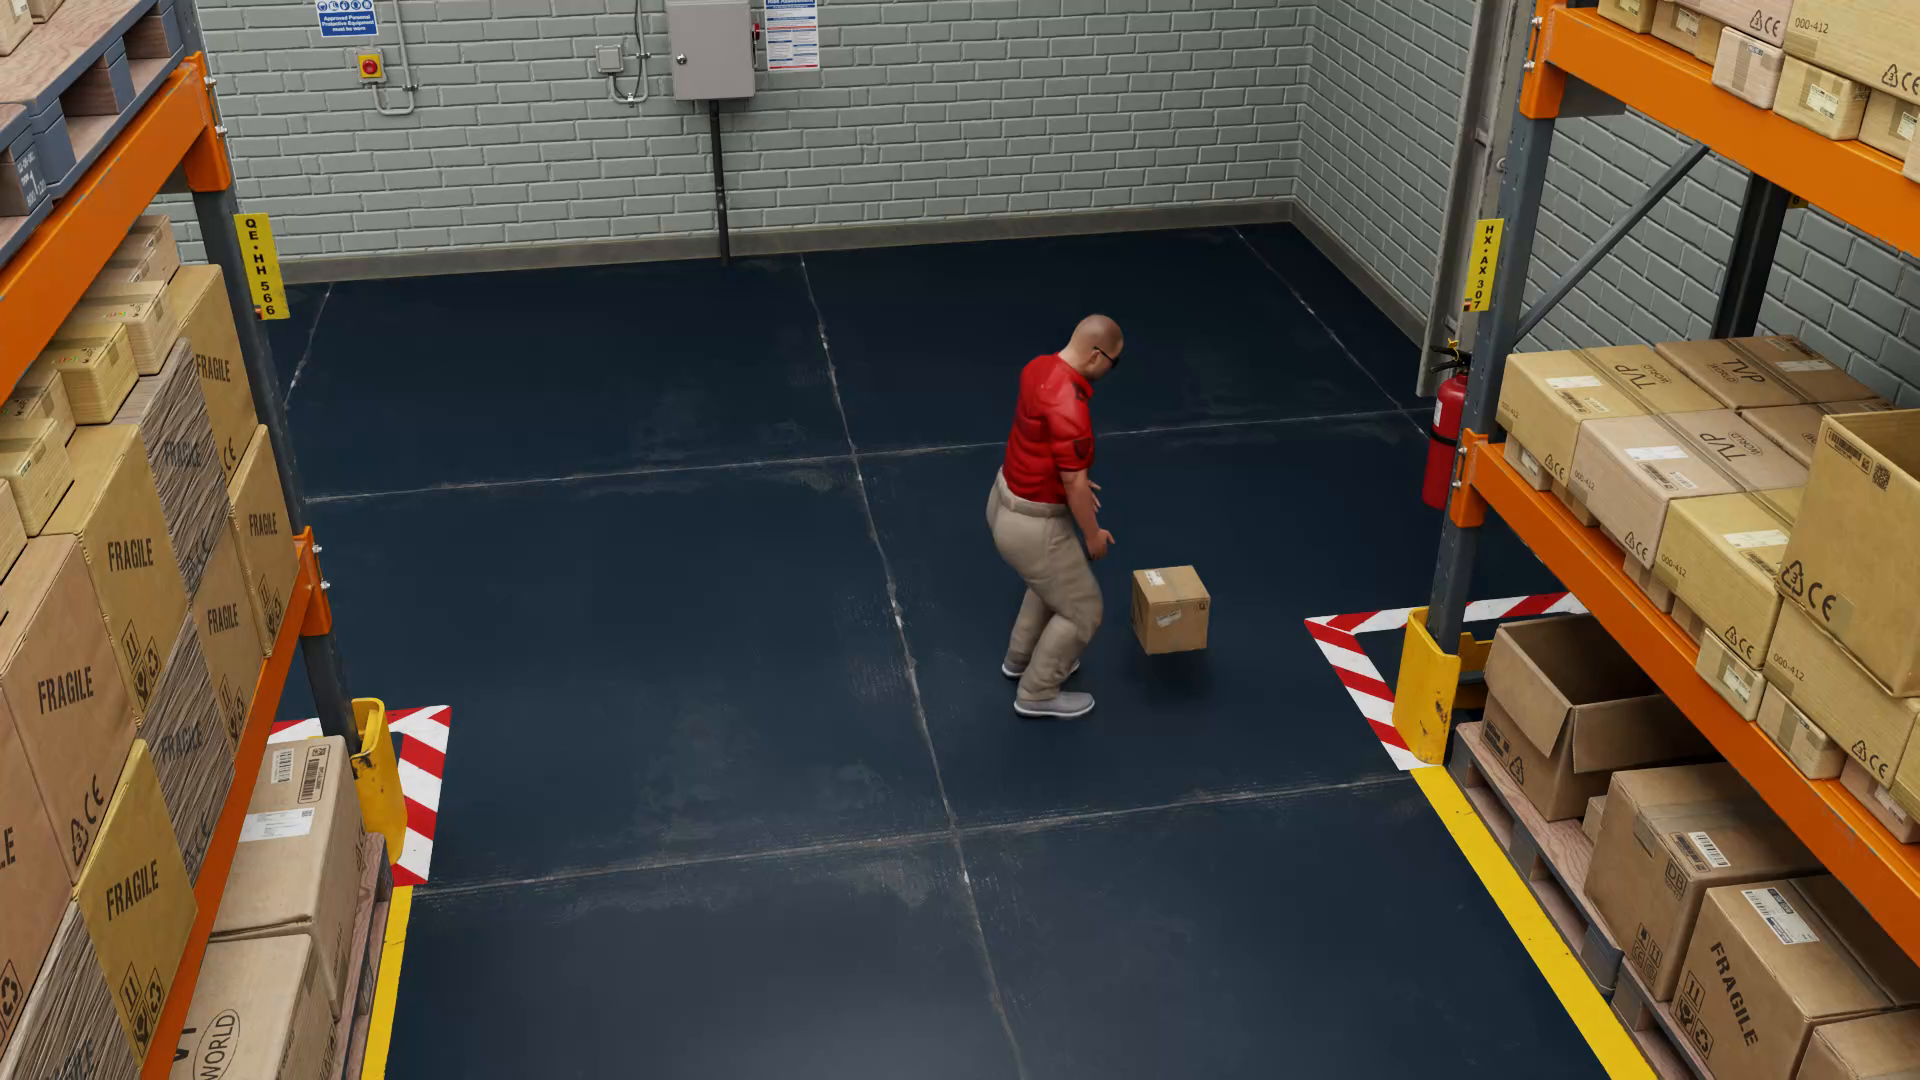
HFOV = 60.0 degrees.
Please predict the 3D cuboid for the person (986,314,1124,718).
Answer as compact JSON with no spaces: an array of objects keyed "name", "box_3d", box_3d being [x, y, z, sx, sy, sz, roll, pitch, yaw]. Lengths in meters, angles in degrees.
[{"name":"person","box_3d":[0.354,-0.100,6.433,0.503,1.625,0.571,-5,31,-8]}]
